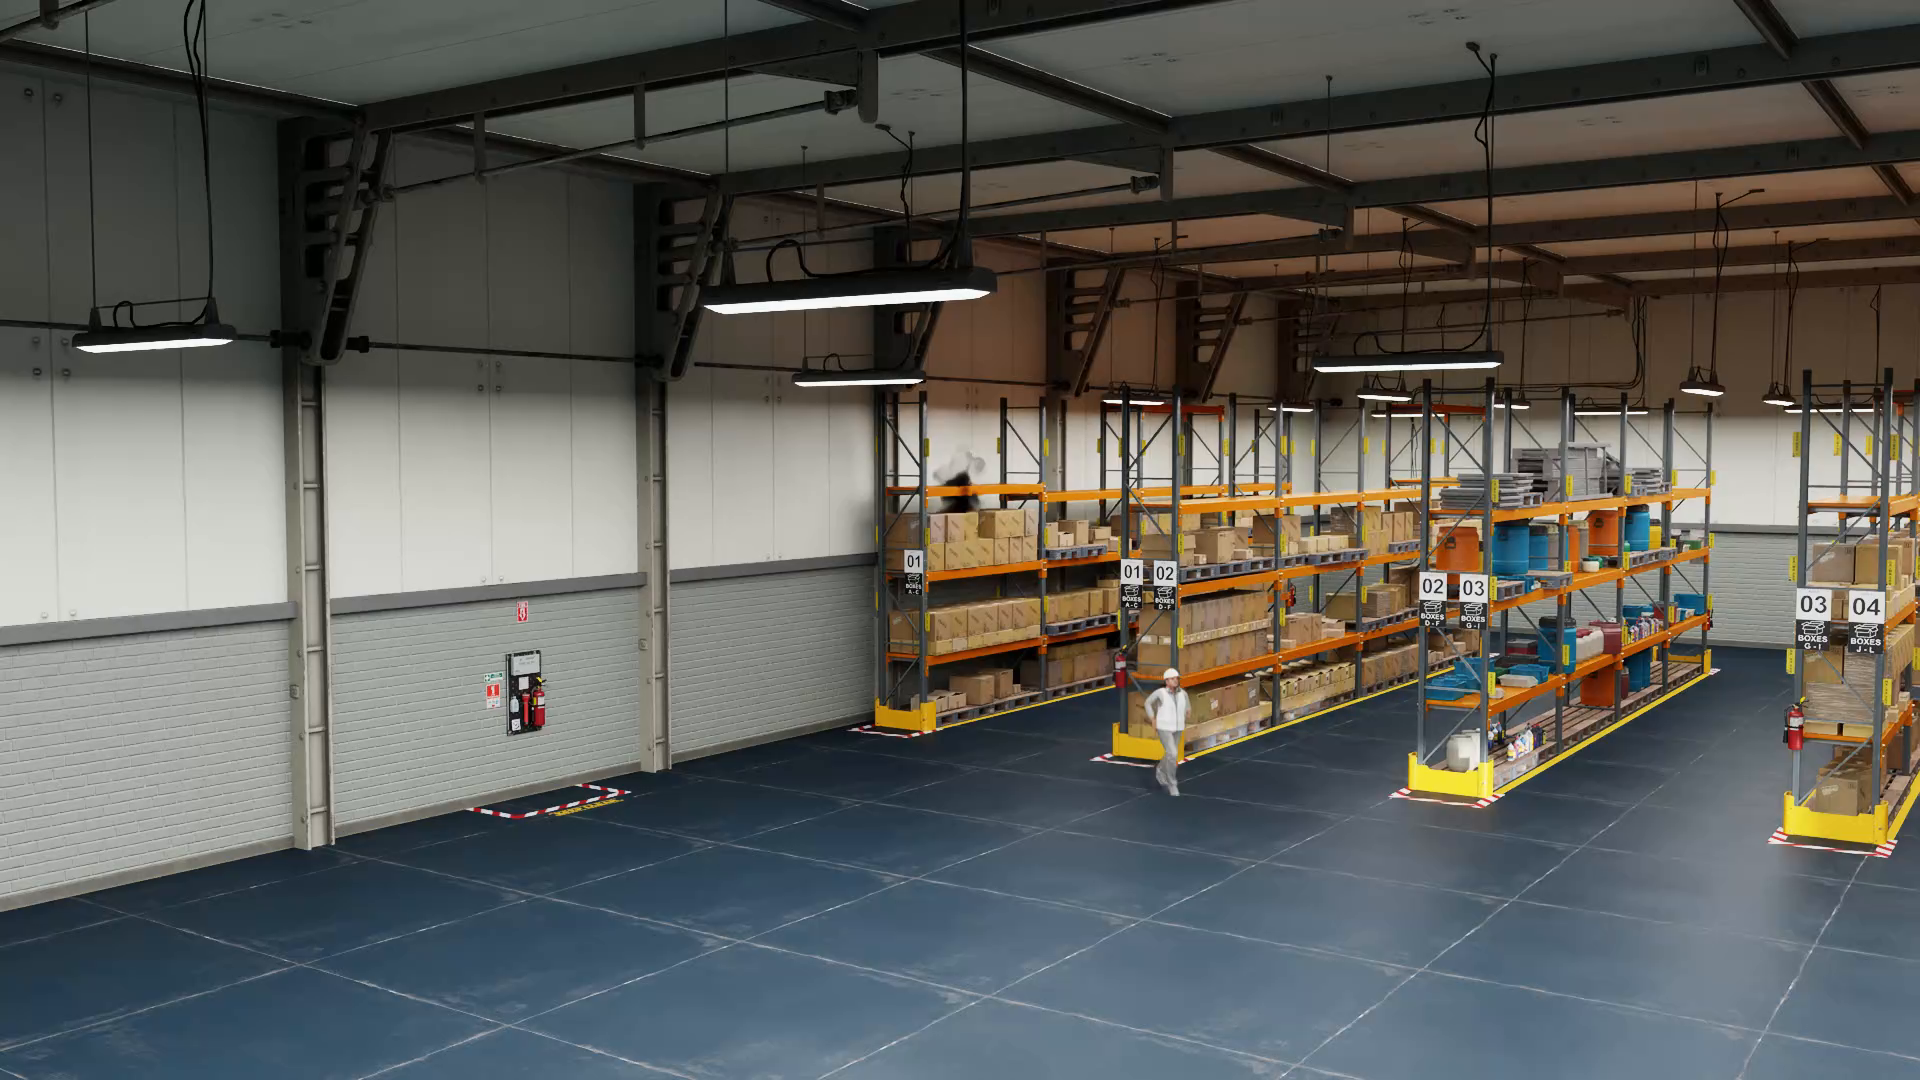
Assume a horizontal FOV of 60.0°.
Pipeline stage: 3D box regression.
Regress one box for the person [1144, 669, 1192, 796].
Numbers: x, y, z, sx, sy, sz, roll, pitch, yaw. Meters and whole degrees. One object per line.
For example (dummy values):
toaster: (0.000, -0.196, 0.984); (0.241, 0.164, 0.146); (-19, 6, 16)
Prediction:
person: (3.069, 2.776, 24.237); (0.644, 1.823, 0.793); (-2, 4, -28)
